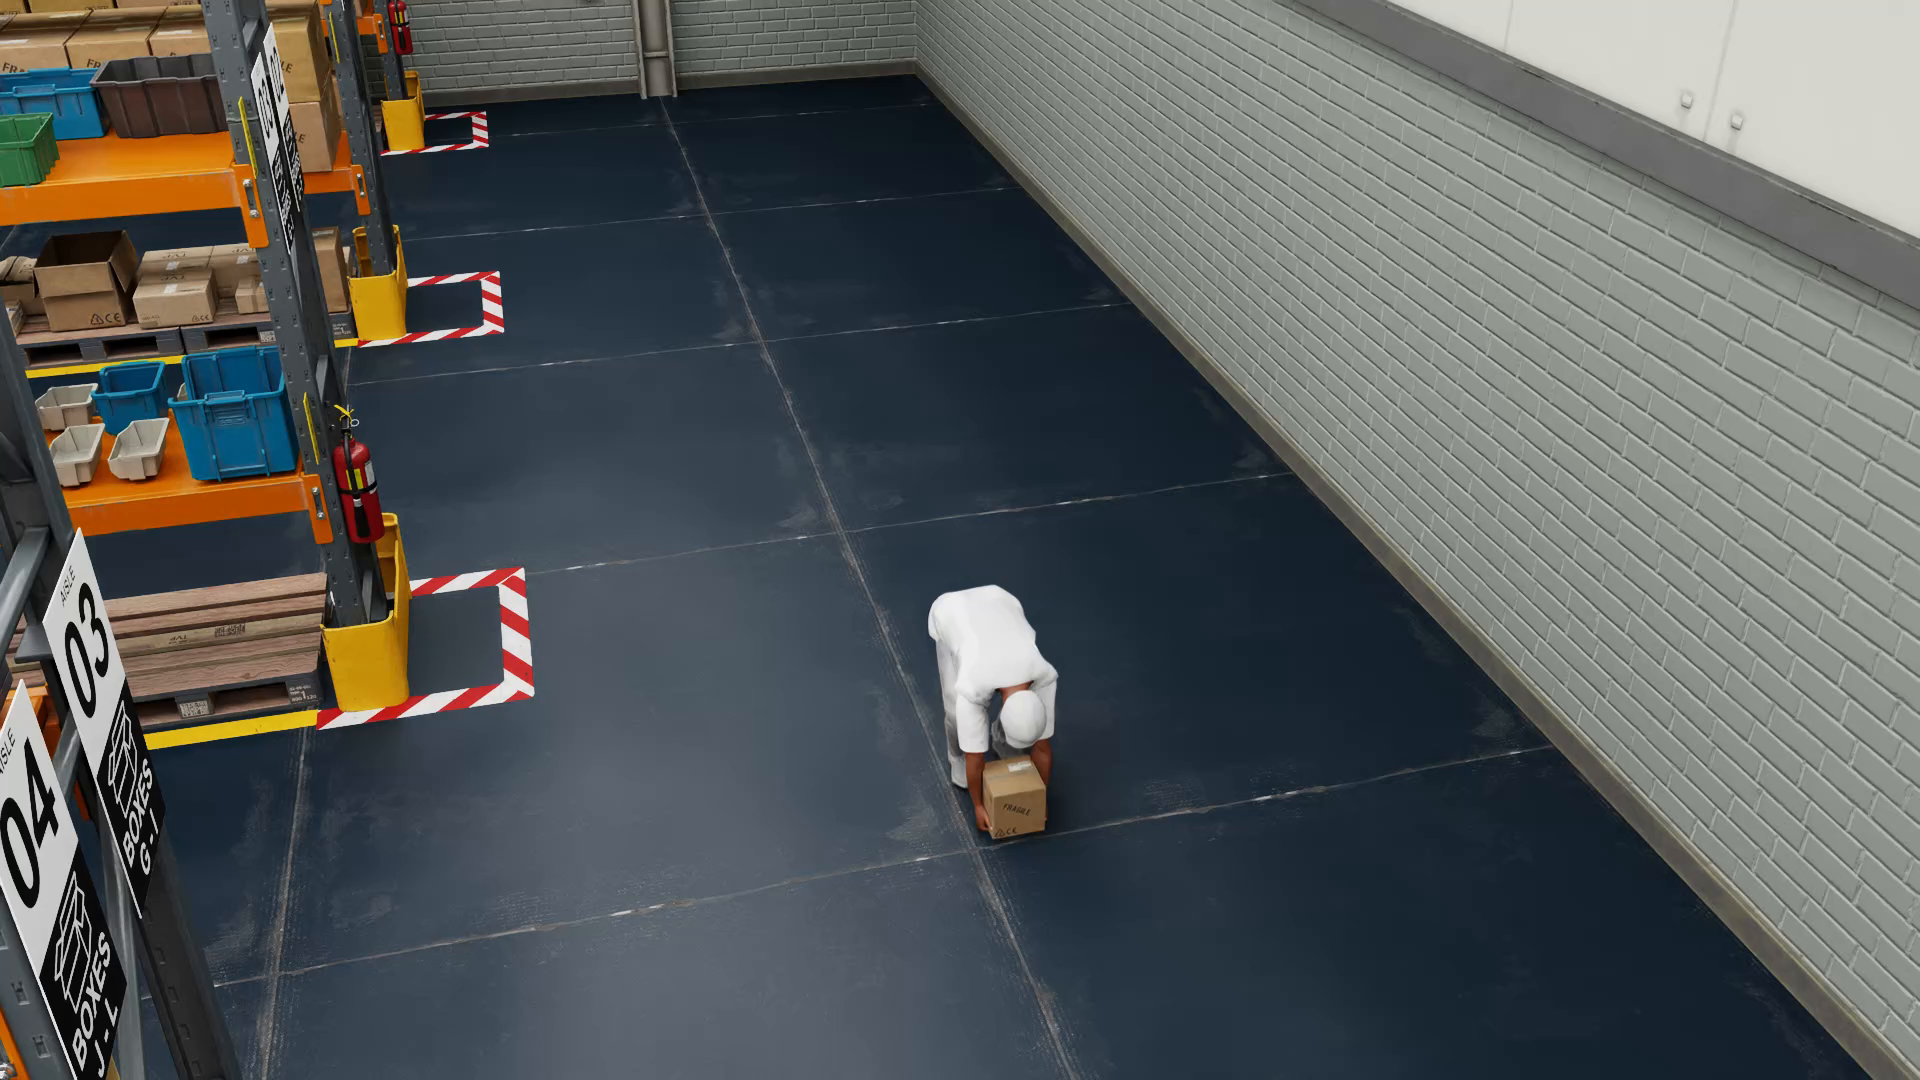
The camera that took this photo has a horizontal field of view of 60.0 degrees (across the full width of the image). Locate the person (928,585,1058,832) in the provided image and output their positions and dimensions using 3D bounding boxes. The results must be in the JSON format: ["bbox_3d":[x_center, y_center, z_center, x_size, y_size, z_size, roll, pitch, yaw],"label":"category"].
[{"bbox_3d":[0.174,0.765,7.718,0.498,0.939,0.974,-9,31,-16],"label":"person"}]
